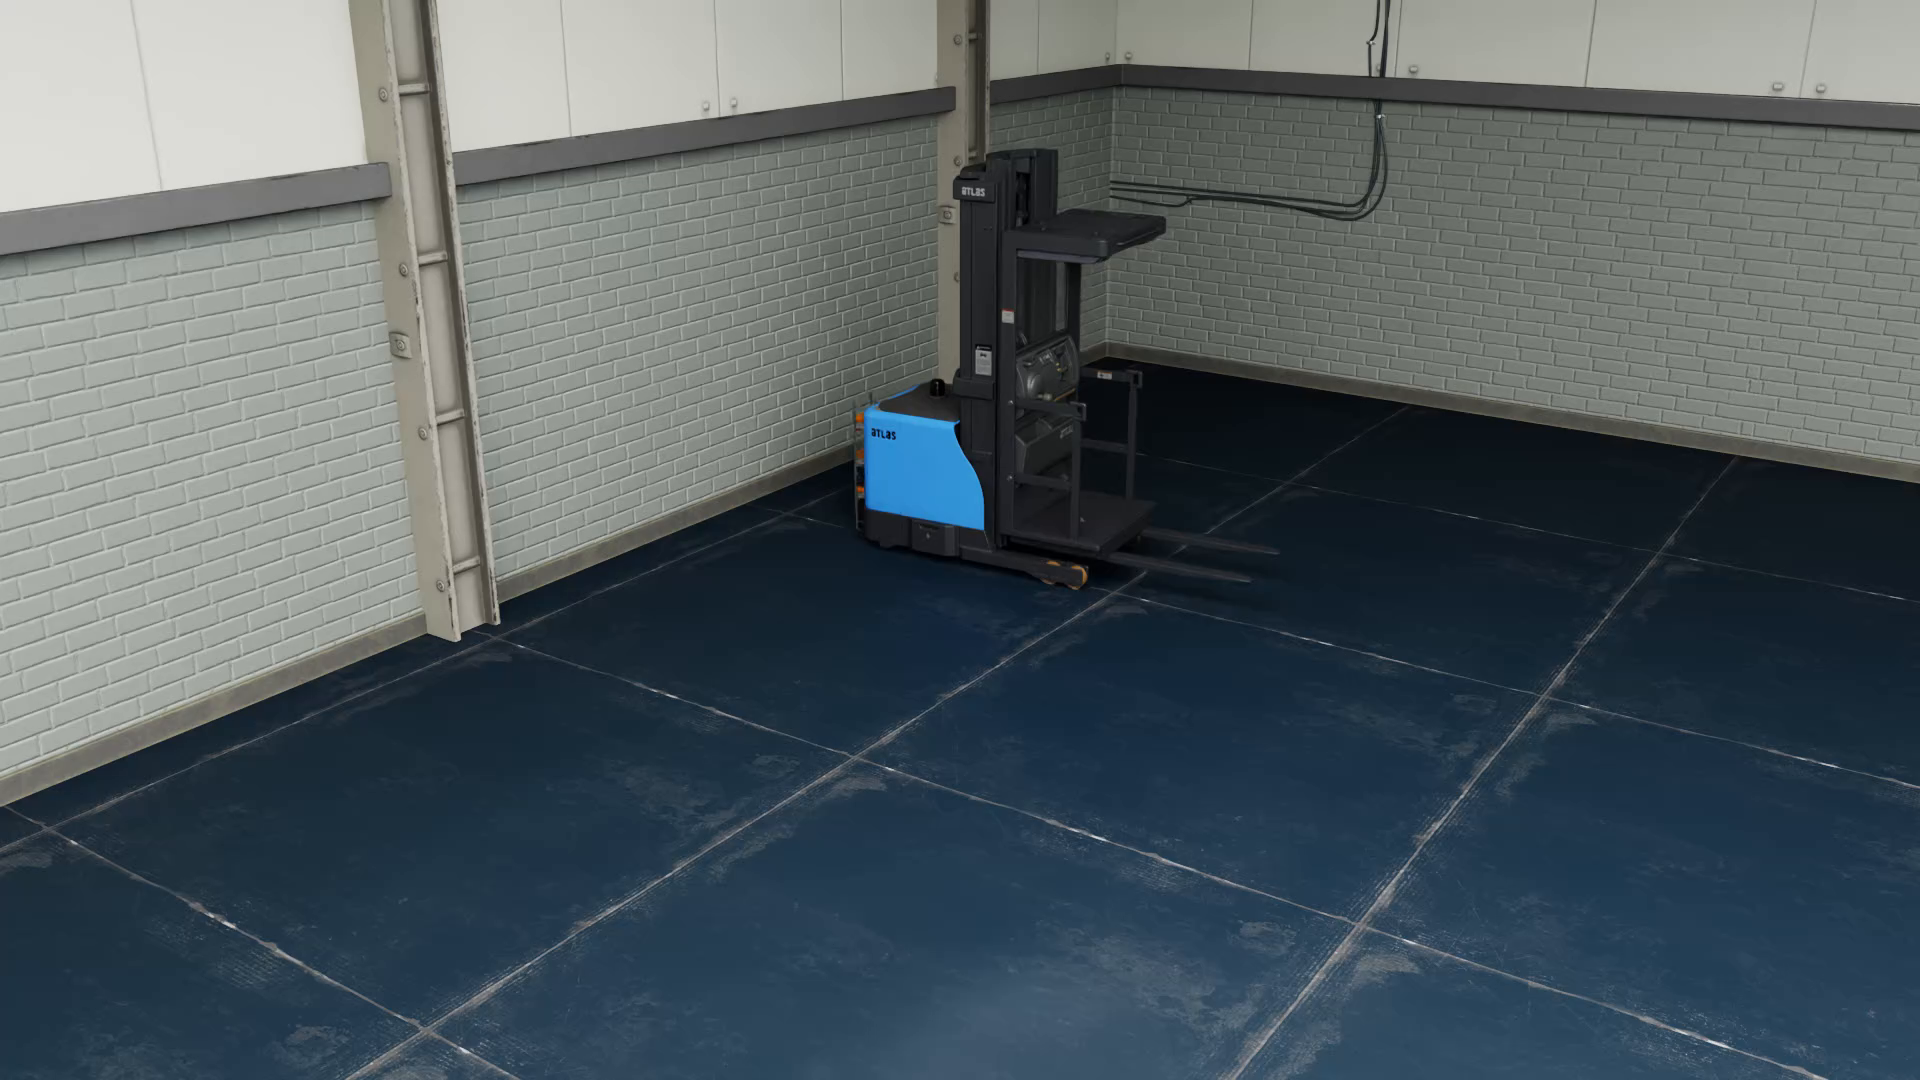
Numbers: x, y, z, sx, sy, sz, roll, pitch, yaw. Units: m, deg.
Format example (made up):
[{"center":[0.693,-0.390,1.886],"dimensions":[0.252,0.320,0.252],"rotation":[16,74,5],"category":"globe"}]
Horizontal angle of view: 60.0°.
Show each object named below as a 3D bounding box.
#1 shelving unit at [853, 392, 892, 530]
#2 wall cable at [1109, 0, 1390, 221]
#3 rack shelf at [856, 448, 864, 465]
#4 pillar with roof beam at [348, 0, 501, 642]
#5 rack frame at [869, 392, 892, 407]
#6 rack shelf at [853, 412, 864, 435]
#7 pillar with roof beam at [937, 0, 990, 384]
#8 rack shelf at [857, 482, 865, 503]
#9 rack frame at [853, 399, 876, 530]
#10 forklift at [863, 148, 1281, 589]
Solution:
[{"center":[-0.667,-0.597,12.865],"dimensions":[0.215,1.050,0.252],"rotation":[10,23,26],"category":"shelving unit"},{"center":[2.781,-4.487,16.401],"dimensions":[3.097,2.526,0.112],"rotation":[13,24,32],"category":"wall cable"},{"center":[-0.667,-0.587,12.868],"dimensions":[0.215,0.259,0.240],"rotation":[10,23,26],"category":"rack shelf"},{"center":[0.219,-2.795,7.350],"dimensions":[9.100,9.000,0.400],"rotation":[13,24,32],"category":"pillar with roof beam"},{"center":[-0.611,-0.634,12.966],"dimensions":[0.200,1.050,0.008],"rotation":[10,23,26],"category":"rack frame"},{"center":[-0.667,-0.853,12.770],"dimensions":[0.215,0.259,0.240],"rotation":[10,23,26],"category":"rack shelf"},{"center":[3.592,-4.517,12.004],"dimensions":[9.100,9.000,0.400],"rotation":[13,24,32],"category":"pillar with roof beam"},{"center":[-0.667,-0.326,12.965],"dimensions":[0.215,0.259,0.240],"rotation":[10,23,26],"category":"rack shelf"},{"center":[-0.724,-0.559,12.763],"dimensions":[0.200,1.050,0.008],"rotation":[10,23,26],"category":"rack frame"},{"center":[0.811,-1.235,11.878],"dimensions":[3.031,2.935,1.130],"rotation":[11,23,27],"category":"forklift"}]
